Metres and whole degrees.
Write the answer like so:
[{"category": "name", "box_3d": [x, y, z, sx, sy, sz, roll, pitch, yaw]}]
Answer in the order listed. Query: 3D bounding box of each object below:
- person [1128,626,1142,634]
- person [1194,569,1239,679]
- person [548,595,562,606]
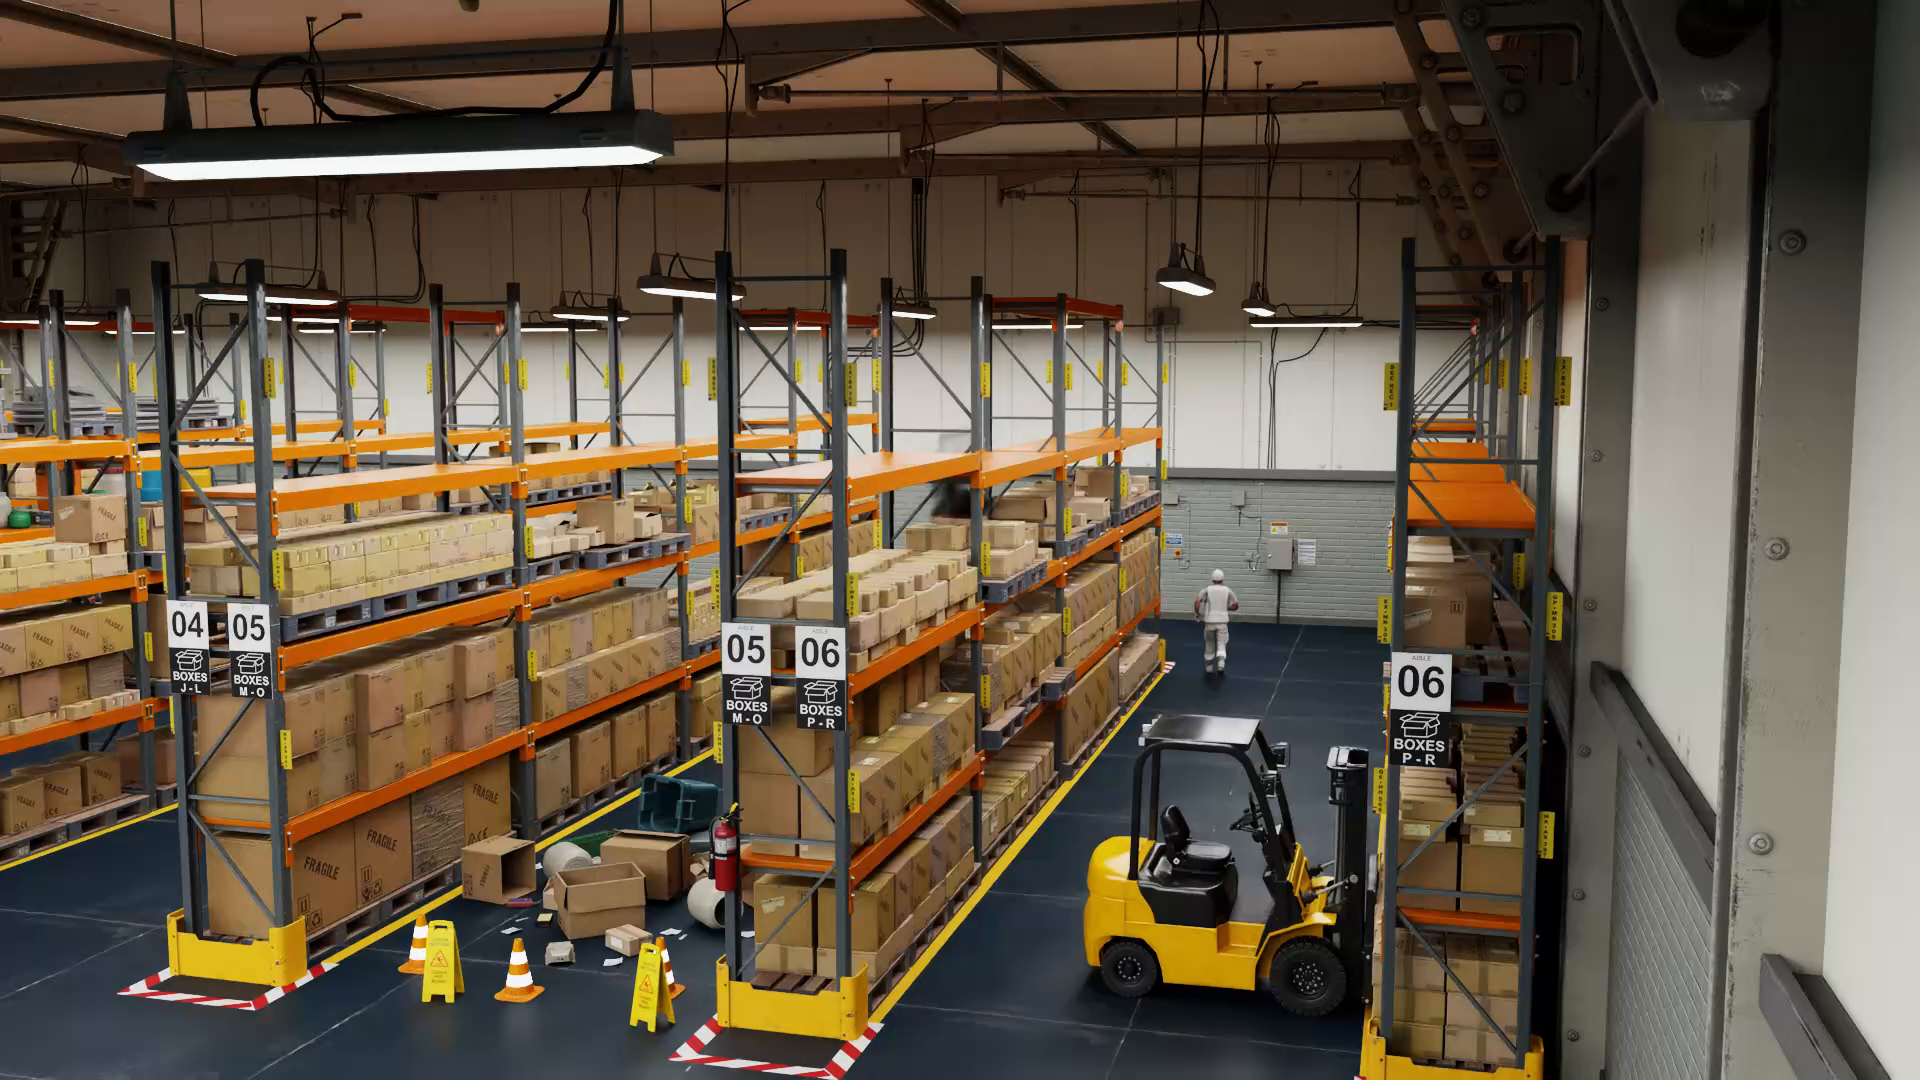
[{"category": "person", "box_3d": [3.024, 1.222, 29.550, 0.510, 1.631, 0.641, 5, 8, 39]}, {"category": "person", "box_3d": [4.191, 1.377, 27.195, 0.712, 1.795, 0.968, 1, 6, 10]}, {"category": "person", "box_3d": [-6.256, 1.681, 25.870, 0.505, 1.492, 0.859, 1, 6, 12]}]
